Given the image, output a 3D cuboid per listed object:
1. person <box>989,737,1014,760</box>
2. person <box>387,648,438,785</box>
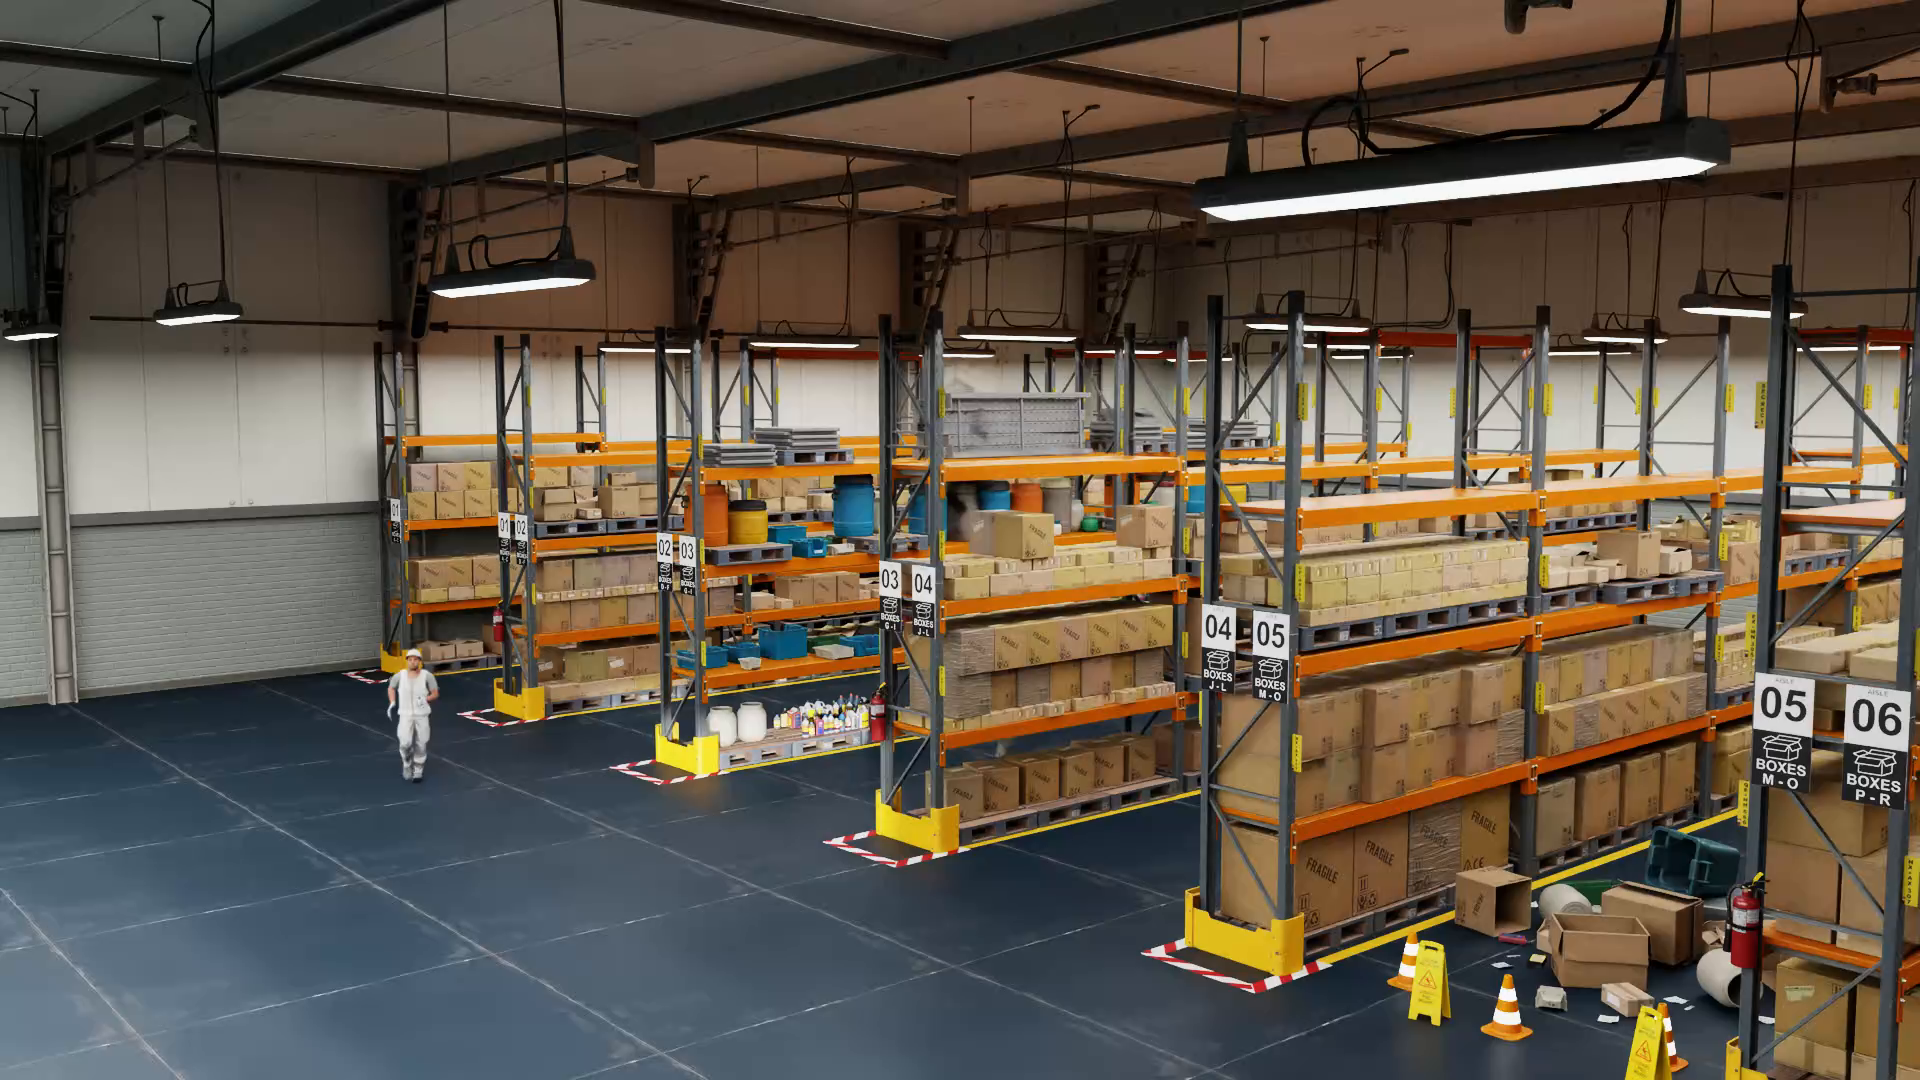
[{"bbox_3d":[0.523,2.022,22.223,0.594,1.794,0.686,5,7,41],"label":"person"},{"bbox_3d":[-7.130,2.301,21.678,0.646,1.775,0.685,-1,5,-16],"label":"person"}]
